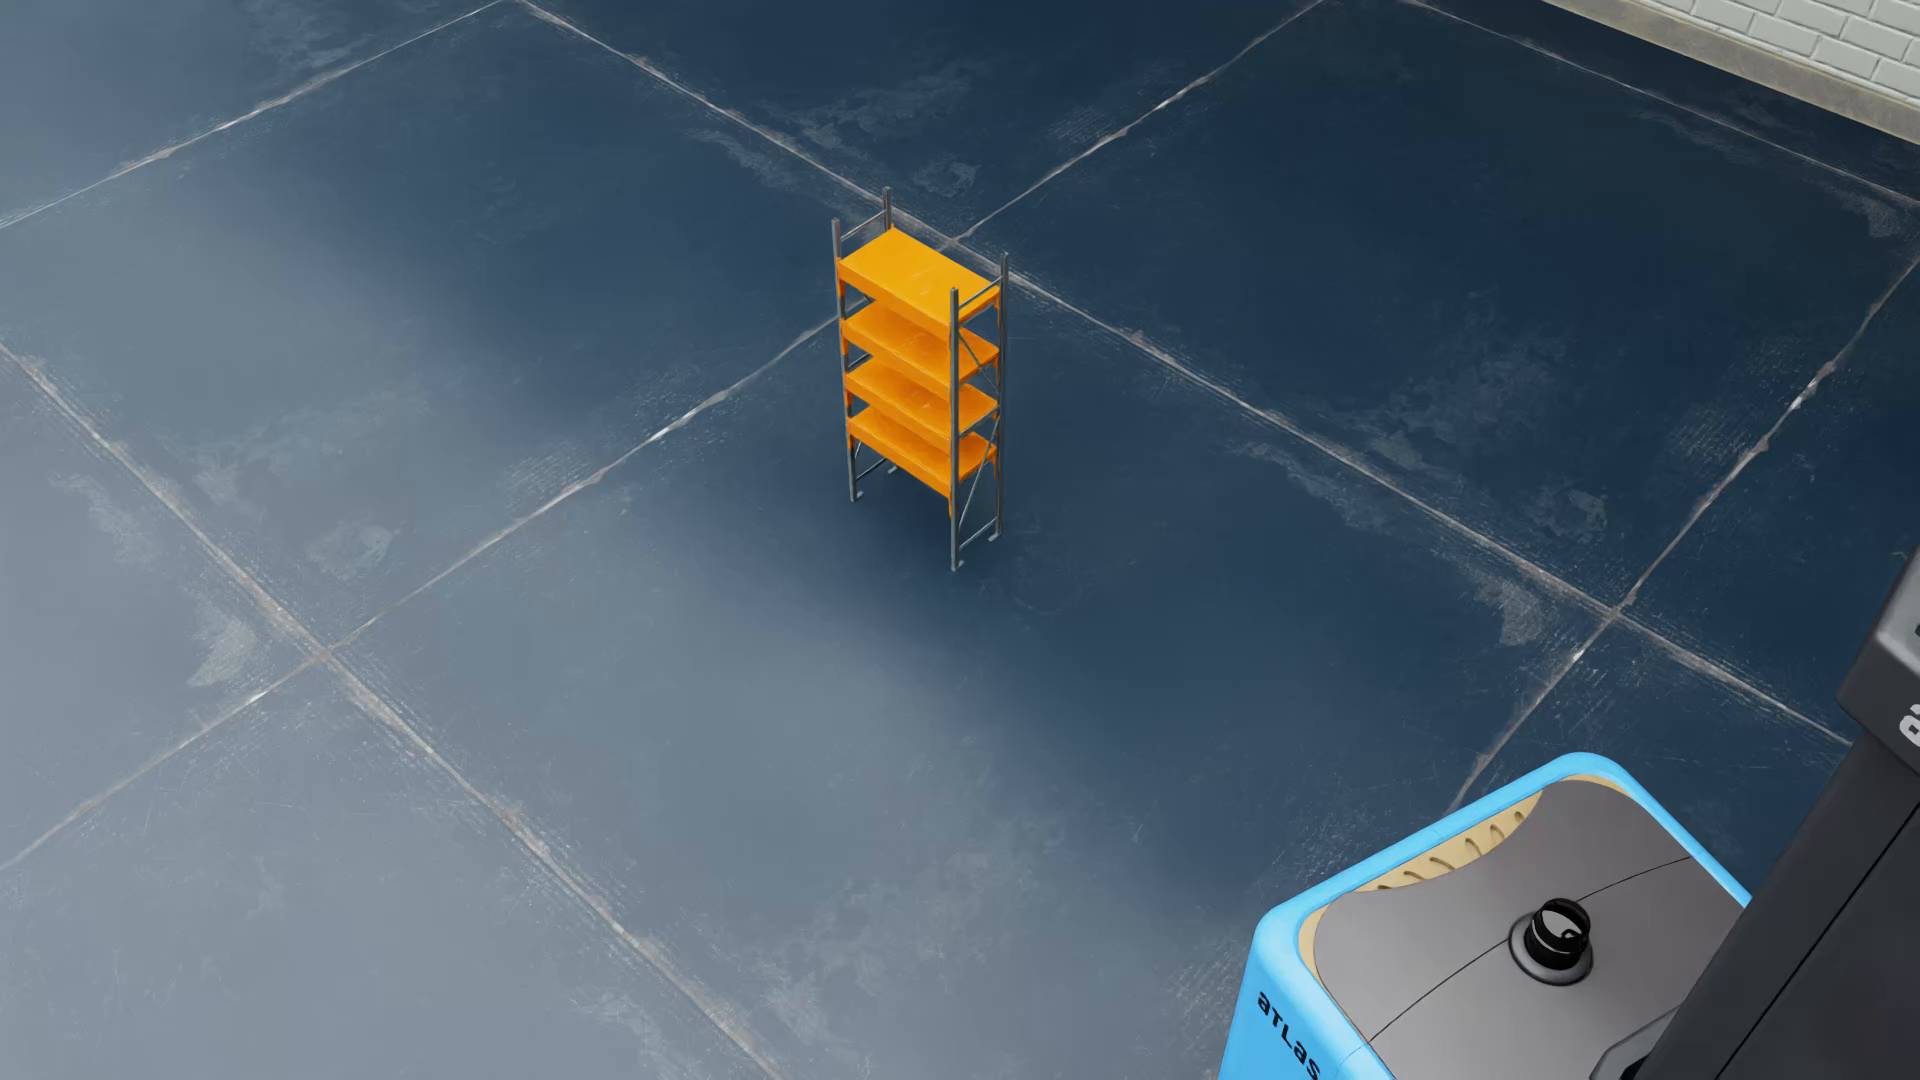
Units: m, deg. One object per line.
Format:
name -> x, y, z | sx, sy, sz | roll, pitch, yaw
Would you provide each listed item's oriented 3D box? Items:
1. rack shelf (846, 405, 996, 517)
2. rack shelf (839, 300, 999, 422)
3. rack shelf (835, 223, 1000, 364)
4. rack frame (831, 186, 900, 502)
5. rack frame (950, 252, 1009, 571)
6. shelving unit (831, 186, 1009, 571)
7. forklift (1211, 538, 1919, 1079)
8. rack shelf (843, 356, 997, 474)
rack shelf -> -0.122, -0.311, 5.583 | 0.480, 0.148, 0.258 | 34, 55, 28
rack shelf -> -0.122, -0.600, 5.275 | 0.480, 0.148, 0.258 | 34, 55, 28
rack shelf -> -0.122, -0.762, 5.103 | 0.480, 0.148, 0.258 | 34, 55, 28
rack frame -> -0.301, -0.613, 5.503 | 0.015, 1.200, 0.240 | 34, 55, 28
rack frame -> 0.058, -0.372, 5.276 | 0.015, 1.200, 0.240 | 34, 55, 28
shelving unit -> -0.122, -0.493, 5.389 | 0.503, 1.200, 0.258 | 34, 55, 28
forklift -> 1.764, 1.310, 2.509 | 1.130, 2.935, 3.031 | -22, 51, -19
rack shelf -> -0.122, -0.446, 5.438 | 0.480, 0.148, 0.258 | 34, 55, 28
